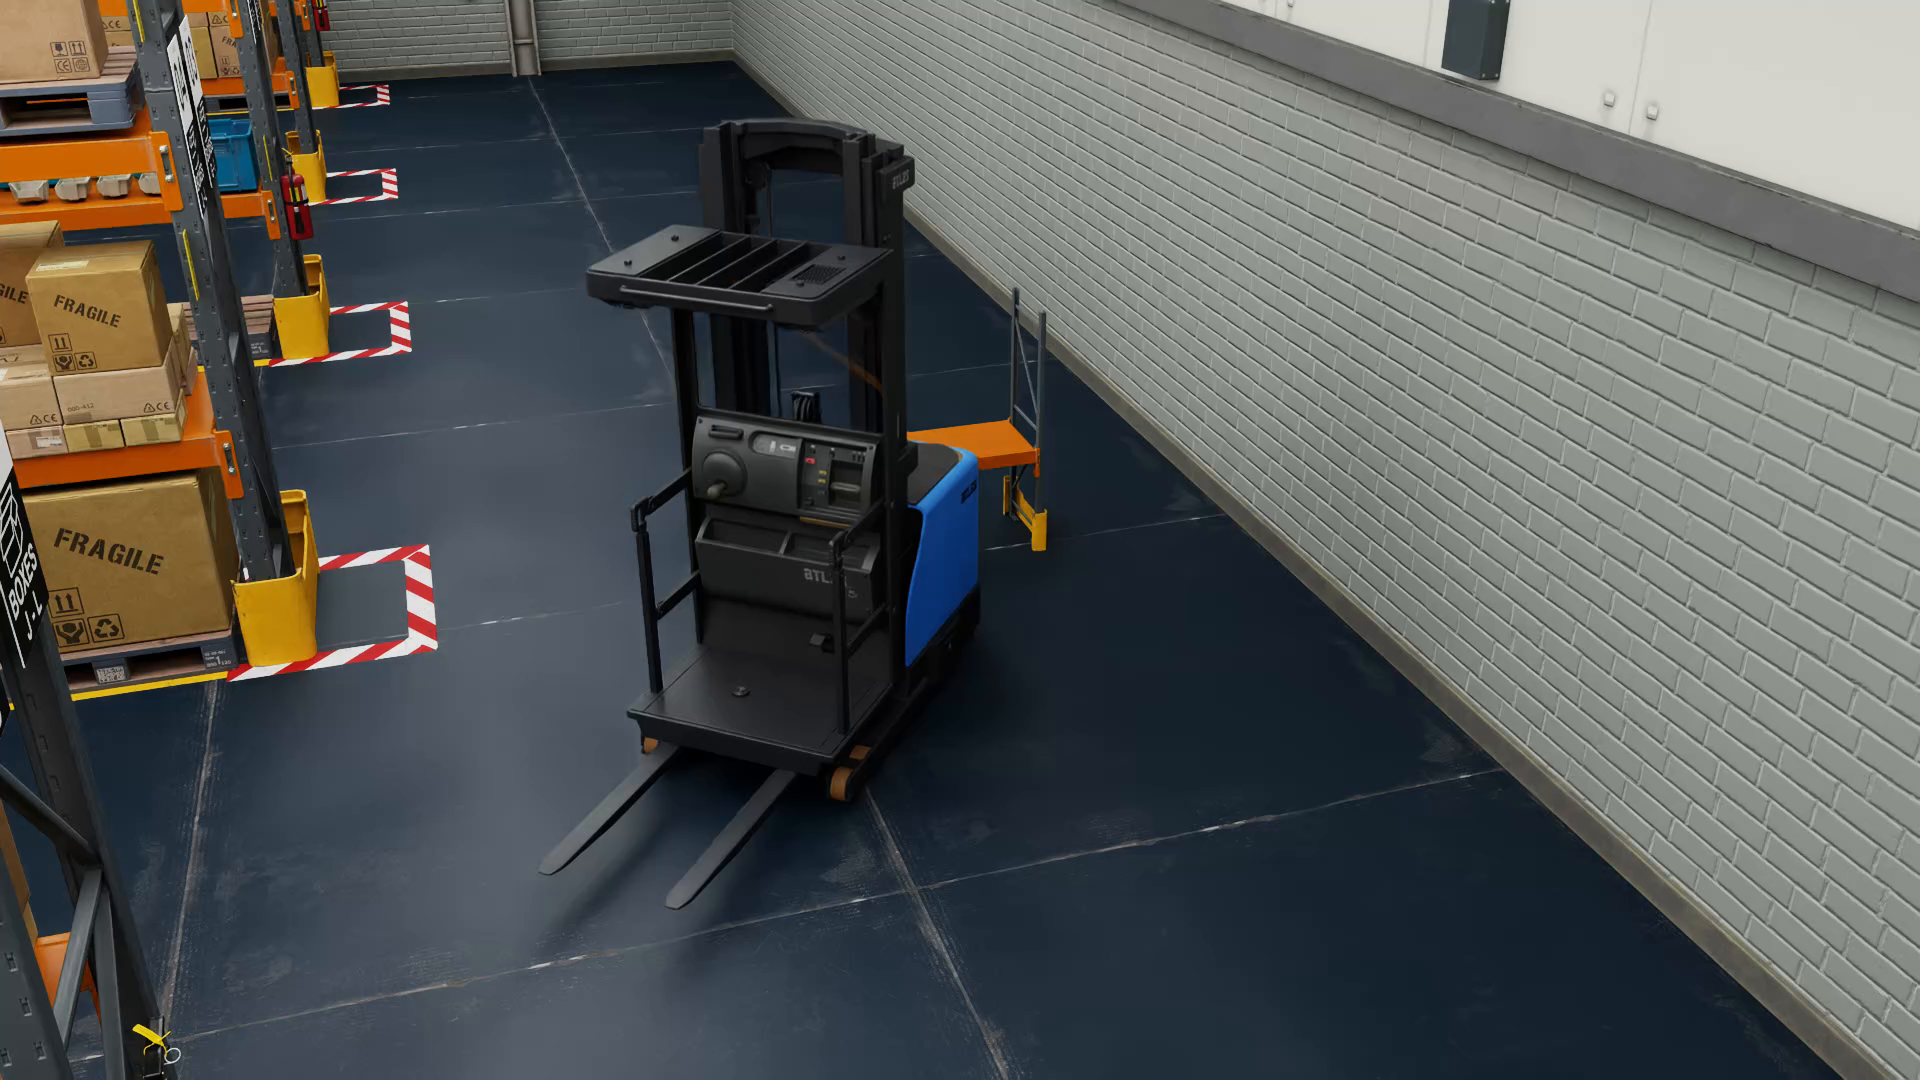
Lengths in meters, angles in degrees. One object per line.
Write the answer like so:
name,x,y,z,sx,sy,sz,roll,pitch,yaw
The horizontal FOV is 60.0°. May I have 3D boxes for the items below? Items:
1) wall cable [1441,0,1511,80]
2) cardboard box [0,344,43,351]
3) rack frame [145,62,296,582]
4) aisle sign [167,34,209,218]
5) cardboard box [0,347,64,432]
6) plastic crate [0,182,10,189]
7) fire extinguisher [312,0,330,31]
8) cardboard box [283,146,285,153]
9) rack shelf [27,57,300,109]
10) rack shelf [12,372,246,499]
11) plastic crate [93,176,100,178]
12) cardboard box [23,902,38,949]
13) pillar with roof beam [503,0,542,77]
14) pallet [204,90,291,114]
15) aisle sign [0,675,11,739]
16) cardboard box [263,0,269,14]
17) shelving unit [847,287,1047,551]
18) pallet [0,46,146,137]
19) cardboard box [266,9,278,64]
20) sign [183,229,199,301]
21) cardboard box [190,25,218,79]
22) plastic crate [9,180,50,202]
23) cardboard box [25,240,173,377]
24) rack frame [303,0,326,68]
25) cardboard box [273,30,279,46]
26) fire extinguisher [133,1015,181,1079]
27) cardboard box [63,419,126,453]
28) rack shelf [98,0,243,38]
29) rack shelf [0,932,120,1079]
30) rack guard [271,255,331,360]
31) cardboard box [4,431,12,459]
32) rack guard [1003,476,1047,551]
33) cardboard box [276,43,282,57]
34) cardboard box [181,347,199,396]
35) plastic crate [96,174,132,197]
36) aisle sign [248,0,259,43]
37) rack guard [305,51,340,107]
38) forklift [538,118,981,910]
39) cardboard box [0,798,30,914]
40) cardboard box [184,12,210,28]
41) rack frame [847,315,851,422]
wall cable,2.609,-4.373,5.320,0.120,5.999,2.277,-8,28,-16
cardboard box,-4.867,-0.963,8.650,0.500,0.250,0.500,-9,28,-17
rack frame,-3.835,-0.923,8.736,0.127,3.000,1.000,-8,28,-16
aisle sign,-3.673,-1.971,7.923,0.004,0.787,0.394,-8,28,-16
cardboard box,-4.696,-0.741,8.203,0.500,0.250,0.500,-9,28,-17
plastic crate,-7.242,-2.852,12.742,0.300,0.233,0.416,-8,28,-16
fire extinguisher,-8.150,-6.830,21.141,0.183,0.674,0.296,-8,28,-16
cardboard box,-7.403,-4.120,17.887,0.250,0.149,0.380,-8,28,-16
rack shelf,-8.800,-4.515,16.779,4.000,0.370,1.077,-8,28,-16
rack shelf,-5.736,-0.326,8.341,4.000,0.370,1.077,-8,28,-16
plastic crate,-6.681,-2.929,13.005,0.298,0.136,0.250,-8,28,-16
cardboard box,-2.804,1.206,4.729,0.250,0.149,0.380,-8,28,-17
pillar with roof beam,-4.804,-8.811,17.877,0.400,9.000,9.100,-8,28,-16
pallet,-9.172,-5.814,21.724,1.213,0.211,1.003,-8,28,-16
aisle sign,-2.232,0.140,3.671,0.004,0.787,0.394,-8,28,-16
cardboard box,-7.402,-5.655,17.031,0.500,0.500,0.500,-7,27,-15
shelving unit,-0.073,-0.661,9.895,1.083,1.500,0.587,-8,28,-16
pallet,-4.537,-2.120,7.874,1.213,0.211,1.003,-8,28,-16
cardboard box,-7.402,-5.207,17.253,0.500,0.500,0.500,-8,27,-15
sign,-3.680,-1.317,7.960,0.005,0.325,0.100,-8,28,-16
cardboard box,-7.733,-4.907,16.649,0.500,0.500,0.500,-8,28,-16
plastic crate,-6.901,-2.606,12.355,0.250,0.136,0.298,-8,28,-16
cardboard box,-4.216,-1.147,8.178,0.500,0.500,0.500,-8,27,-15
rack frame,-8.436,-7.206,21.392,0.127,3.000,1.000,-8,28,-16
cardboard box,-9.014,-6.528,21.636,0.250,0.149,0.380,-8,28,-16
fire extinguisher,-2.012,1.550,4.261,0.183,0.674,0.296,-8,28,-16
cardboard box,-4.318,-0.586,8.339,0.250,0.149,0.380,-8,27,-16
rack shelf,-7.270,-3.763,11.893,4.000,0.370,1.077,-8,28,-16
rack shelf,-4.296,1.786,4.089,4.000,0.370,1.077,-8,28,-16
rack guard,-5.350,-1.907,13.528,0.348,0.500,1.175,-8,28,-16
cardboard box,-4.796,-0.518,8.202,0.250,0.149,0.380,-8,27,-15
rack guard,0.401,-0.170,10.311,0.087,0.250,0.587,-8,28,-16
cardboard box,-9.071,-6.136,21.575,0.500,0.500,0.700,-8,28,-16
cardboard box,-4.274,-0.901,8.975,0.250,0.149,0.380,-8,27,-16
plastic crate,-6.368,-2.703,12.551,0.243,0.136,0.396,-8,28,-16
aisle sign,-5.209,-4.068,12.147,0.004,0.787,0.394,-8,28,-16
rack guard,-8.413,-6.090,21.954,0.348,0.500,1.175,-8,28,-16
forklift,-0.900,-0.298,7.553,1.130,2.935,3.031,10,28,19
cardboard box,-2.907,0.955,4.506,0.500,0.500,0.500,-7,27,-14
cardboard box,-7.717,-5.357,16.431,0.500,0.500,0.500,-7,27,-15
rack frame,-0.564,-0.590,9.752,0.032,1.500,0.500,-8,28,-16
